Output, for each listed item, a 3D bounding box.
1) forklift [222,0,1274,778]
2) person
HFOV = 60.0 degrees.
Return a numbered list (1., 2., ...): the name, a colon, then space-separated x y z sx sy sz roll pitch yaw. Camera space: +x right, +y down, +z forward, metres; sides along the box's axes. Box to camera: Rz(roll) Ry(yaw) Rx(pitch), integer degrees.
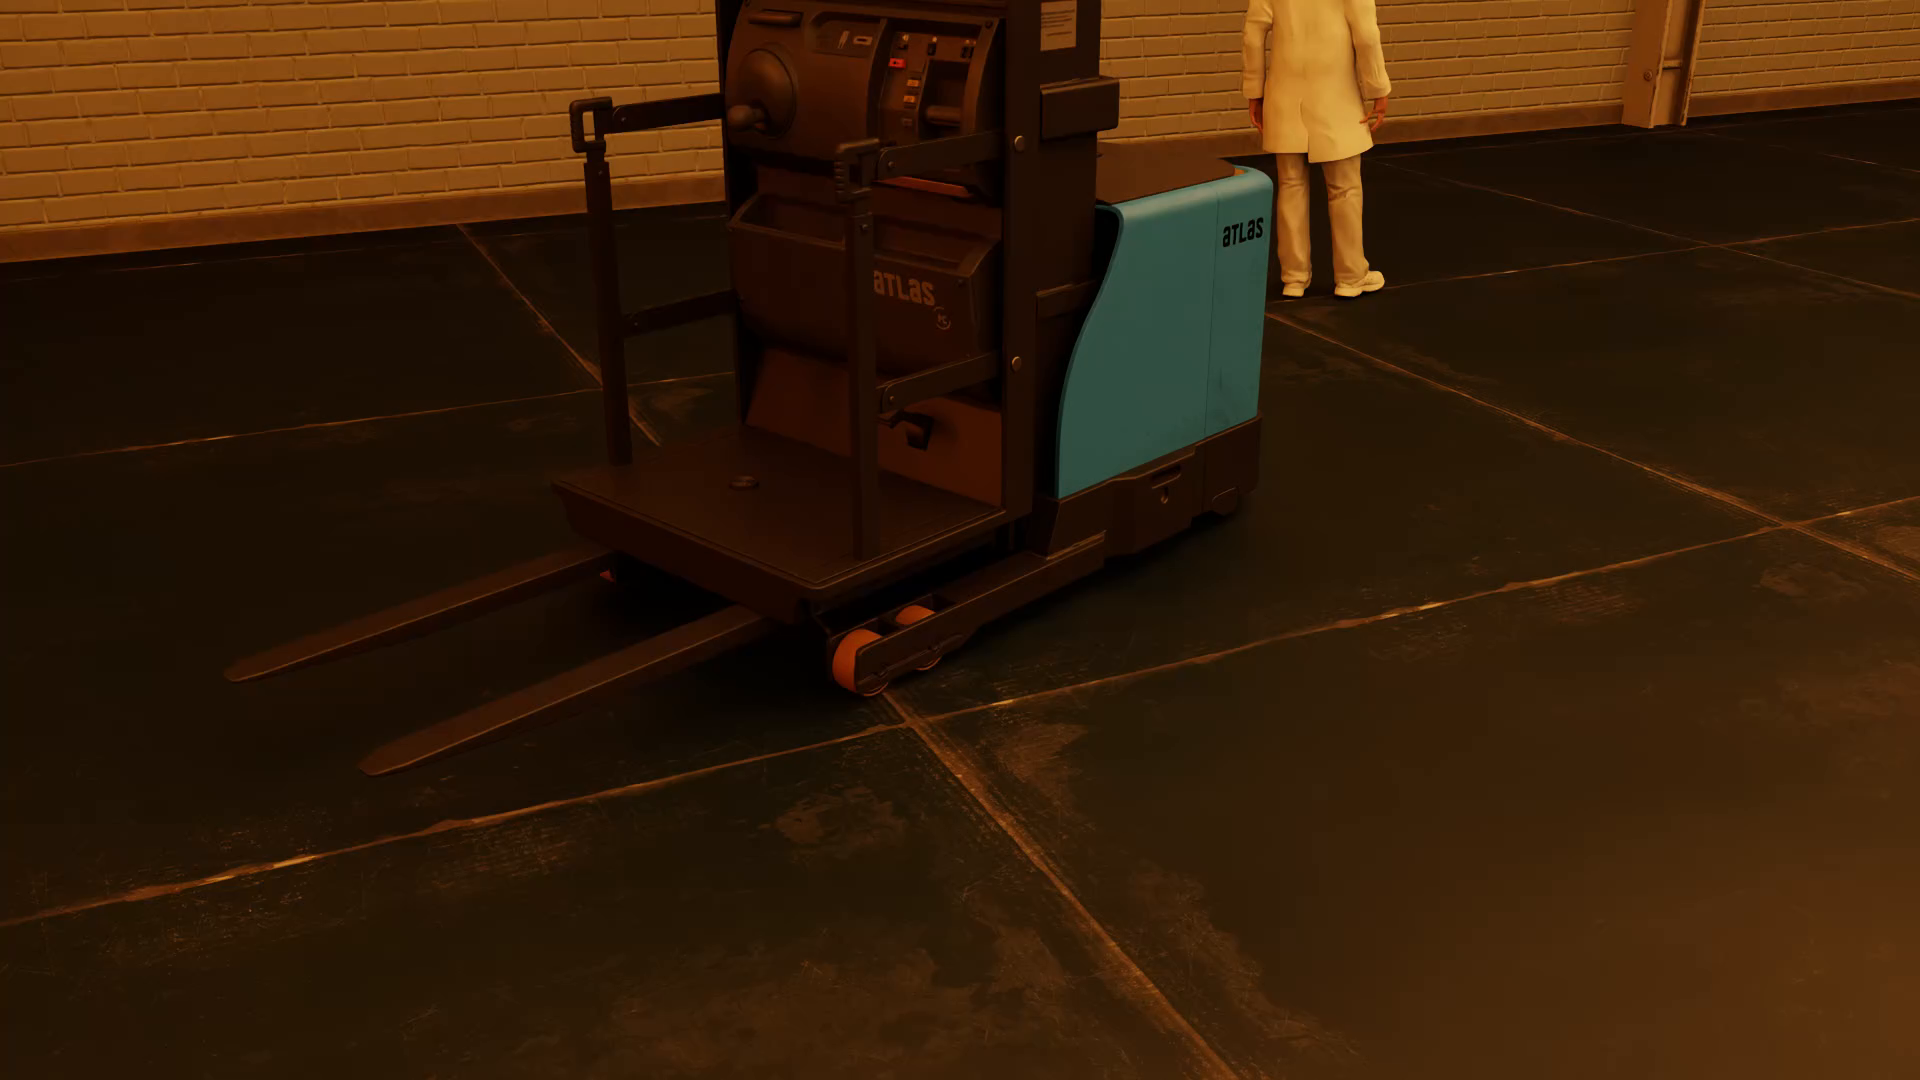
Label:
1. forklift: -0.413 -1.182 4.131 1.130 2.935 3.031 19 29 39
2. person: 1.647 -1.993 7.637 0.694 1.724 0.581 12 26 27
